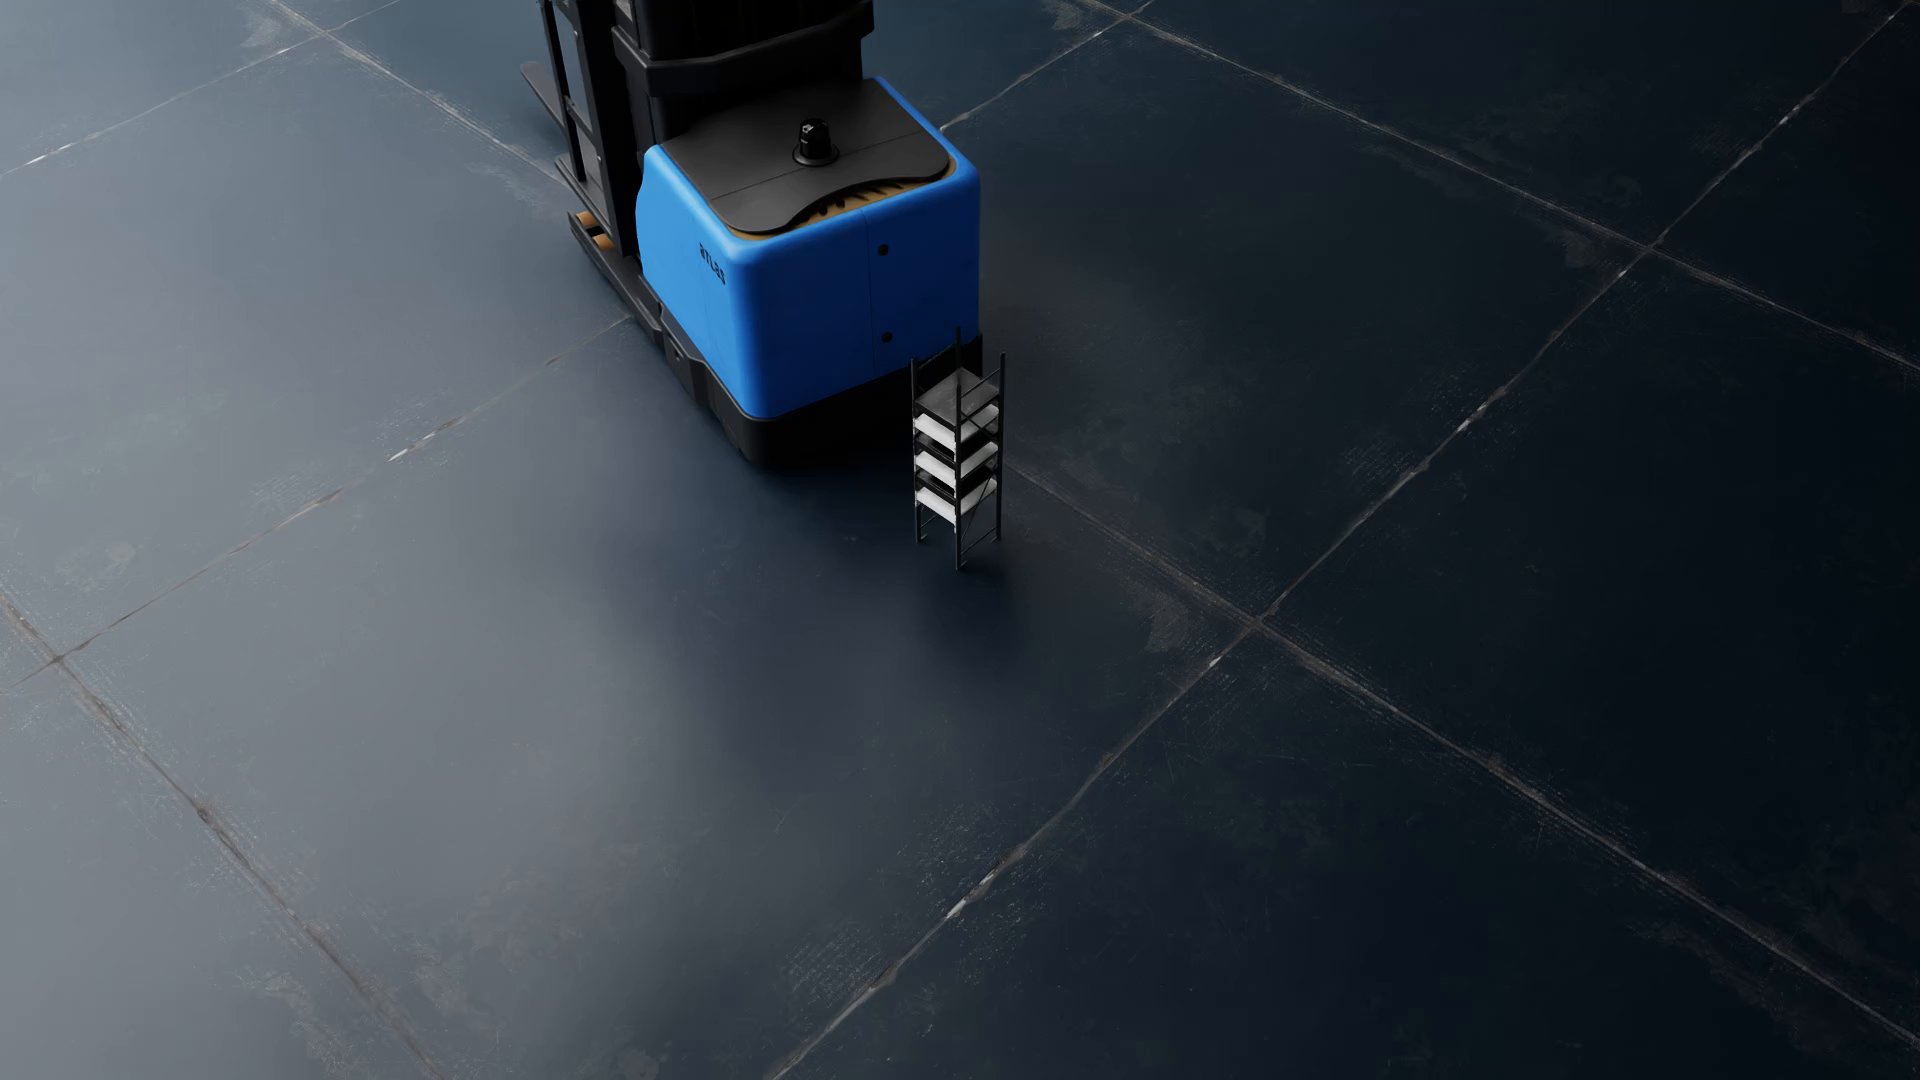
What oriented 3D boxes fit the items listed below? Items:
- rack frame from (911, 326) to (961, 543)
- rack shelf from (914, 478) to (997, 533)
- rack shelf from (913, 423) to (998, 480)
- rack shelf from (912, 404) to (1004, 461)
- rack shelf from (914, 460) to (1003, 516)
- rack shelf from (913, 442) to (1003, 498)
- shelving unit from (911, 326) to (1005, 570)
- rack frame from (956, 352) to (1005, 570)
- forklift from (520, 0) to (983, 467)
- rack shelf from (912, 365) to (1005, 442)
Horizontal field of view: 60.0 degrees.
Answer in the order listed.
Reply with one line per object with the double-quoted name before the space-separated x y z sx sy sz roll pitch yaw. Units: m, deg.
"rack frame" -0.081 -0.362 5.973 0.006 0.900 0.240 34 55 28
"rack shelf" -0.006 -0.166 6.081 0.200 0.077 0.258 34 55 28
"rack shelf" -0.006 -0.351 5.884 0.200 0.077 0.258 34 55 28
"rack shelf" -0.006 -0.412 5.819 0.200 0.077 0.258 34 55 28
"rack shelf" -0.006 -0.228 6.016 0.200 0.077 0.258 34 55 28
"rack shelf" -0.006 -0.289 5.950 0.200 0.077 0.258 34 55 28
"shelving unit" -0.006 -0.312 5.926 0.210 0.900 0.258 34 55 28
"rack frame" 0.069 -0.262 5.879 0.006 0.900 0.240 34 55 28
"forklift" -1.092 -2.351 6.447 1.130 2.935 3.031 -23 51 -20
"rack shelf" -0.006 -0.474 5.753 0.200 0.077 0.258 34 55 28
